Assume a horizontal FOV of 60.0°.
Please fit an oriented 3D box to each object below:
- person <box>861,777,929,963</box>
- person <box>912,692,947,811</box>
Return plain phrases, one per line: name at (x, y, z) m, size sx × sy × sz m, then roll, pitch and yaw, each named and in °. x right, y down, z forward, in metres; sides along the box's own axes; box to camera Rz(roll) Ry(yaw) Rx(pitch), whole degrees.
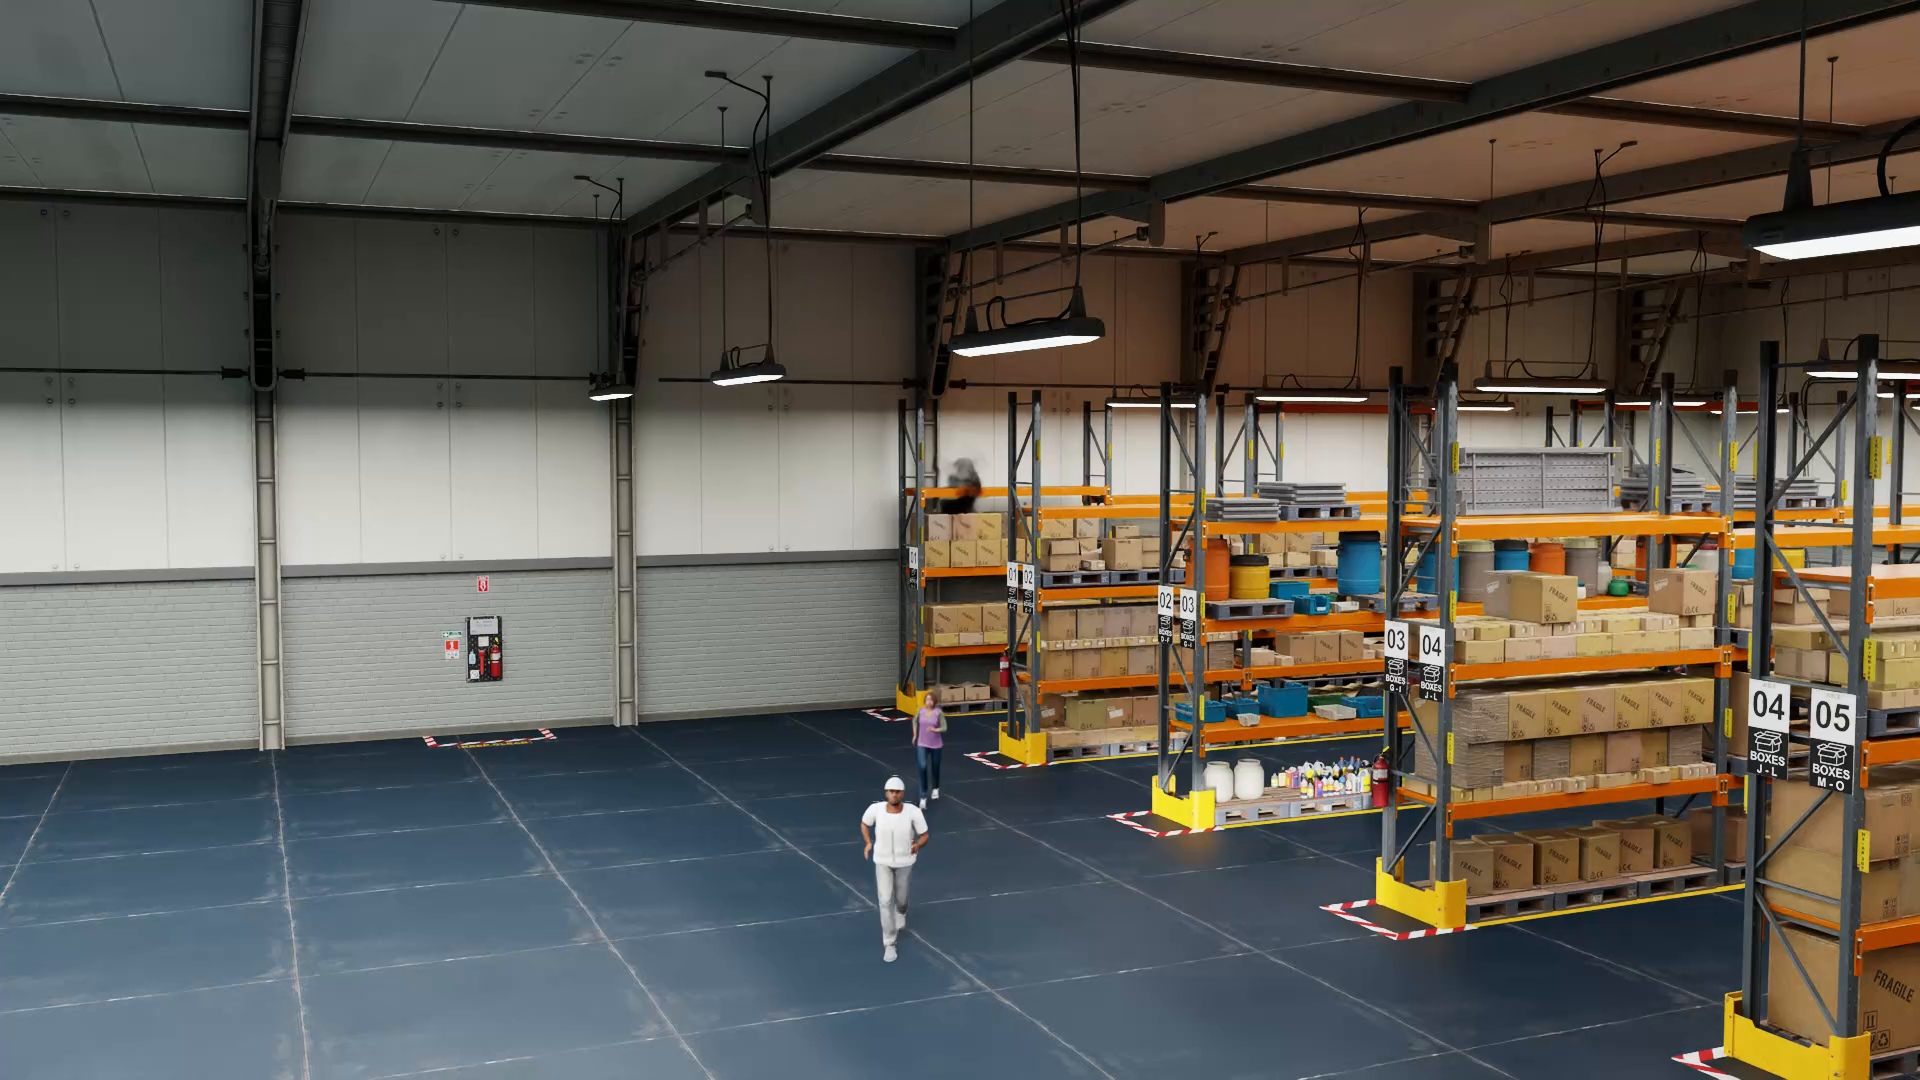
person at (-0.666, 3.288, 16.919) m, size 0.700 × 1.773 × 0.968 m, roll 0°, pitch 3°, yaw -1°
person at (-0.433, 2.966, 23.665) m, size 0.515 × 1.633 × 0.740 m, roll 0°, pitch 3°, yaw 3°
